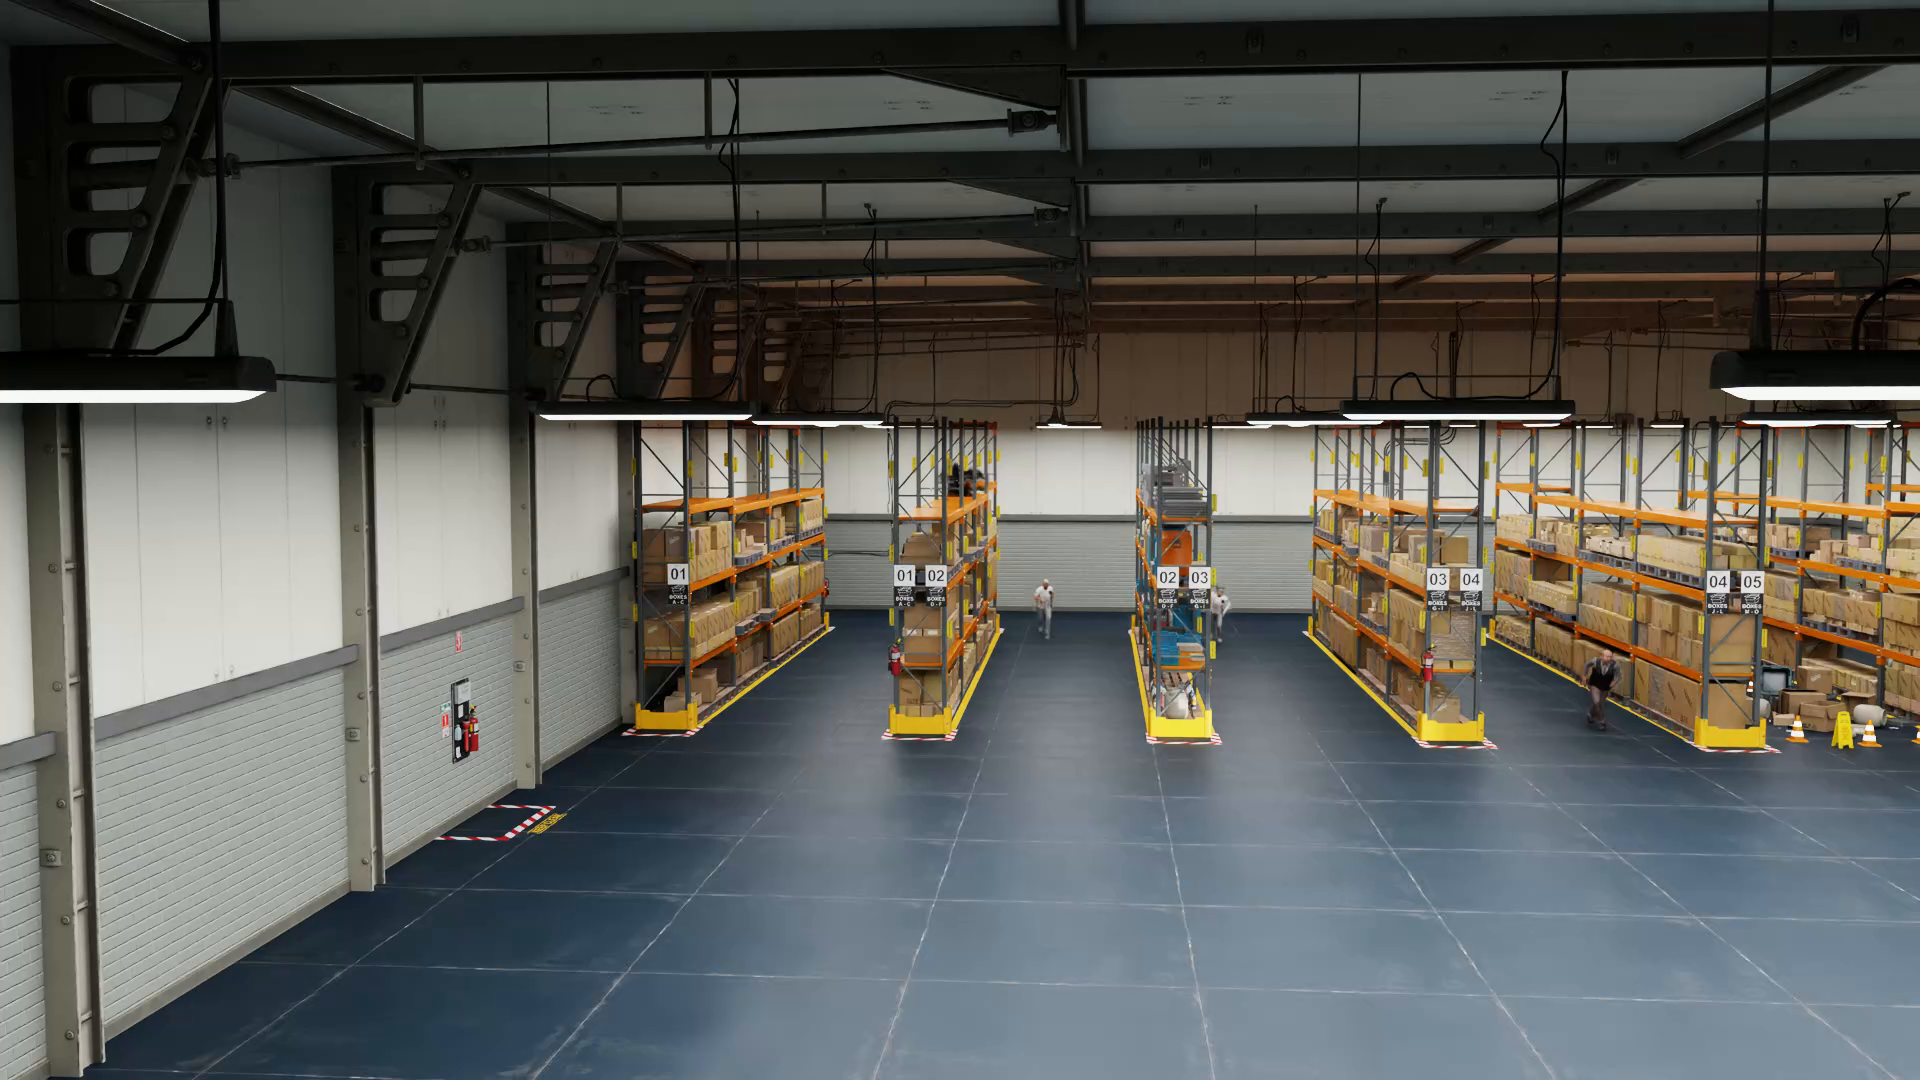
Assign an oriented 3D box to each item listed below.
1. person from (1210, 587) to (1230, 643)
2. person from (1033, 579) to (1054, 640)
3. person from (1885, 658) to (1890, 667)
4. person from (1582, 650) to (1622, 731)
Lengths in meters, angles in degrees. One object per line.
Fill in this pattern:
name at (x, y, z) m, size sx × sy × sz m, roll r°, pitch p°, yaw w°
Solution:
person at (7.019, 2.022, 45.332) m, size 0.684 × 1.559 × 0.762 m, roll 1°, pitch 4°, yaw 22°
person at (2.326, 1.901, 46.197) m, size 0.613 × 1.670 × 1.056 m, roll 0°, pitch 4°, yaw -6°
person at (22.349, 2.291, 40.358) m, size 0.547 × 1.564 × 0.604 m, roll 0°, pitch 4°, yaw -6°
person at (12.320, 2.837, 31.983) m, size 0.665 × 1.554 × 1.065 m, roll 0°, pitch 4°, yaw 8°
